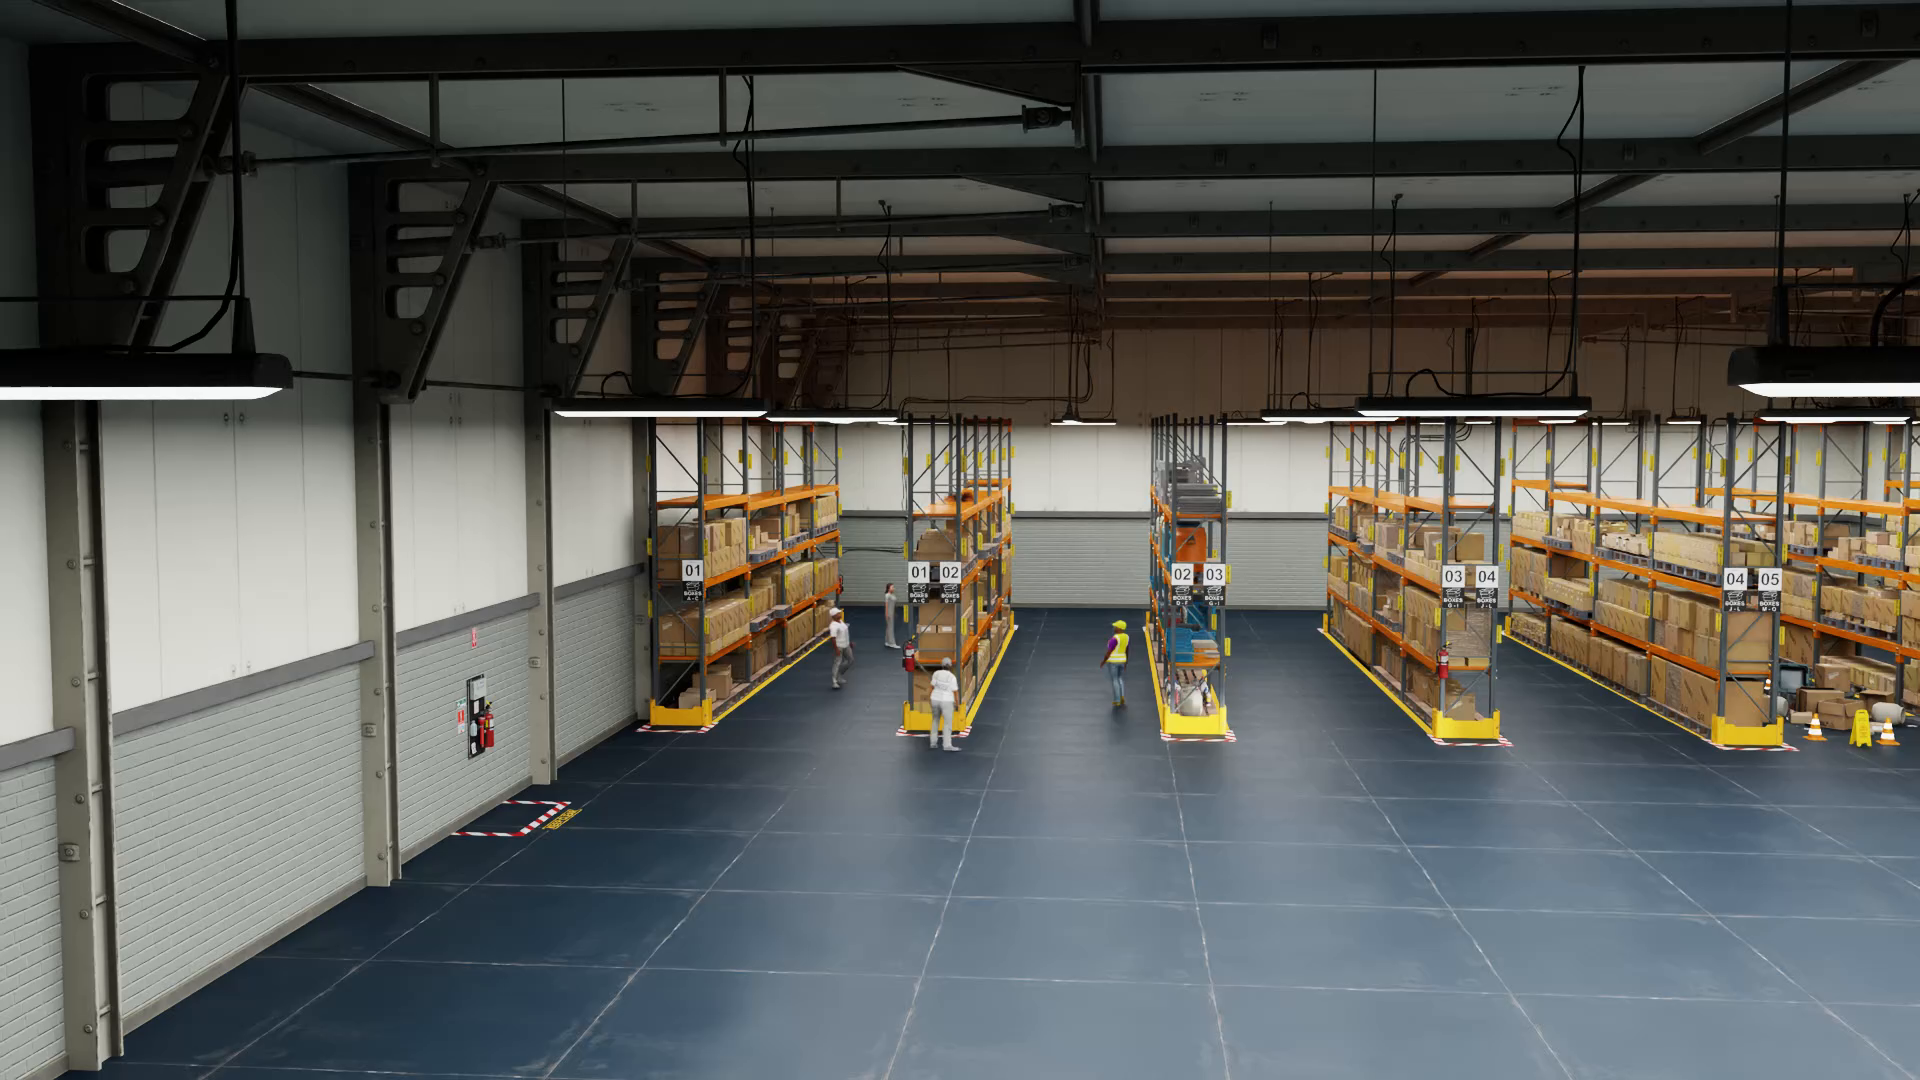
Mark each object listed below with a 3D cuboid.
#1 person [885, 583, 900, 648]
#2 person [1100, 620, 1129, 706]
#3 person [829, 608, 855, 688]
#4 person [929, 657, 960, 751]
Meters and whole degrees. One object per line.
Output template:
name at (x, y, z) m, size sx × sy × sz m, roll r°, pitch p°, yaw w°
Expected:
person at (-1.750, 1.967, 43.520) m, size 0.500 × 1.691 × 0.482 m, roll 1°, pitch 4°, yaw 20°
person at (3.207, 2.546, 34.285) m, size 0.622 × 1.803 × 0.494 m, roll -2°, pitch 4°, yaw -29°
person at (-2.656, 2.363, 36.819) m, size 0.467 × 1.749 × 0.728 m, roll 2°, pitch 4°, yaw 30°
person at (-0.301, 2.929, 29.605) m, size 0.651 × 1.706 × 0.405 m, roll 3°, pitch 5°, yaw 37°
